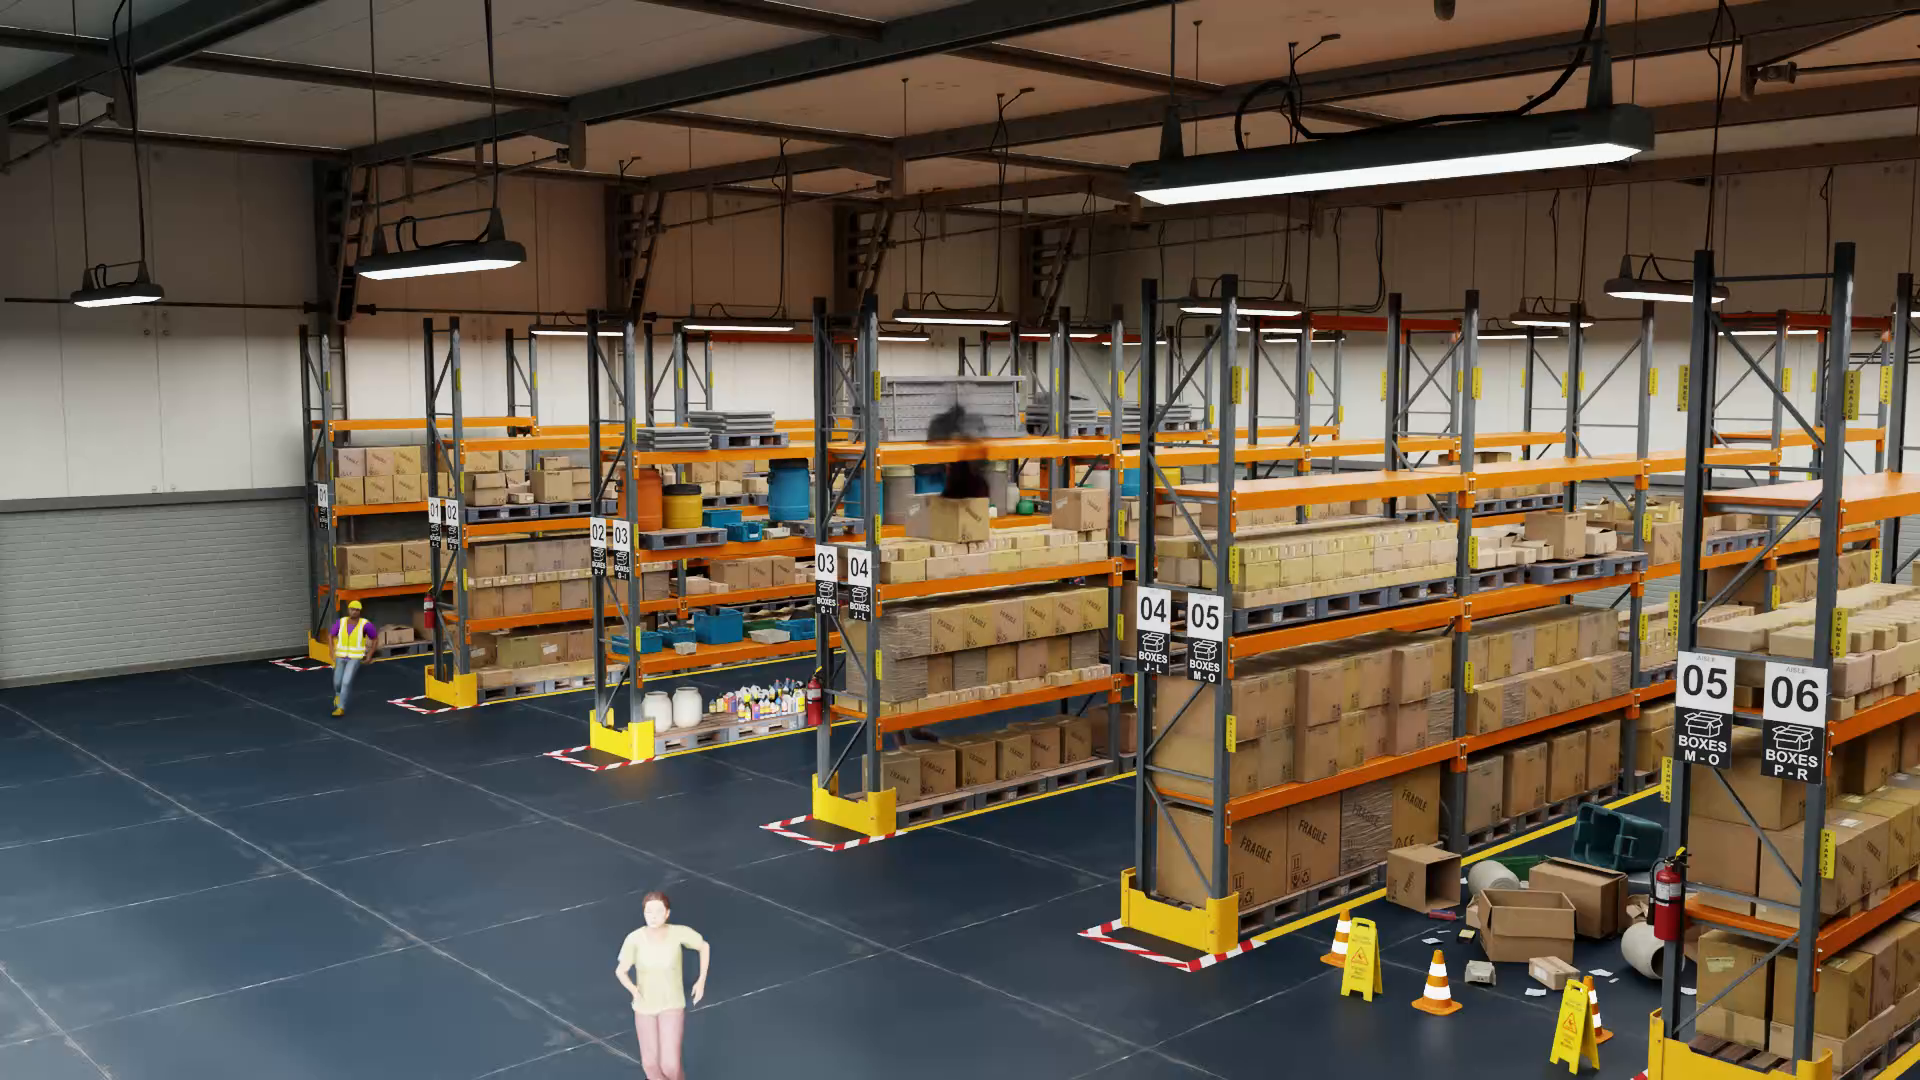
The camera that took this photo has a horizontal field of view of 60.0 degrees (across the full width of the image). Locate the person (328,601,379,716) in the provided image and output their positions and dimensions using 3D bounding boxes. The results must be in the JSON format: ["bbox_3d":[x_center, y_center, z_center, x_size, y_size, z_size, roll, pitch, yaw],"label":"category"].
[{"bbox_3d":[-9.199,1.773,25.208,0.744,1.712,0.721,-1,6,-8],"label":"person"}]

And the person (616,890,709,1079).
[{"bbox_3d":[-2.028,3.209,11.300,0.605,1.678,0.647,0,6,-1],"label":"person"}]

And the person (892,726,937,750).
[{"bbox_3d":[-0.641,2.116,21.922,0.667,1.686,0.779,4,7,37],"label":"person"}]
